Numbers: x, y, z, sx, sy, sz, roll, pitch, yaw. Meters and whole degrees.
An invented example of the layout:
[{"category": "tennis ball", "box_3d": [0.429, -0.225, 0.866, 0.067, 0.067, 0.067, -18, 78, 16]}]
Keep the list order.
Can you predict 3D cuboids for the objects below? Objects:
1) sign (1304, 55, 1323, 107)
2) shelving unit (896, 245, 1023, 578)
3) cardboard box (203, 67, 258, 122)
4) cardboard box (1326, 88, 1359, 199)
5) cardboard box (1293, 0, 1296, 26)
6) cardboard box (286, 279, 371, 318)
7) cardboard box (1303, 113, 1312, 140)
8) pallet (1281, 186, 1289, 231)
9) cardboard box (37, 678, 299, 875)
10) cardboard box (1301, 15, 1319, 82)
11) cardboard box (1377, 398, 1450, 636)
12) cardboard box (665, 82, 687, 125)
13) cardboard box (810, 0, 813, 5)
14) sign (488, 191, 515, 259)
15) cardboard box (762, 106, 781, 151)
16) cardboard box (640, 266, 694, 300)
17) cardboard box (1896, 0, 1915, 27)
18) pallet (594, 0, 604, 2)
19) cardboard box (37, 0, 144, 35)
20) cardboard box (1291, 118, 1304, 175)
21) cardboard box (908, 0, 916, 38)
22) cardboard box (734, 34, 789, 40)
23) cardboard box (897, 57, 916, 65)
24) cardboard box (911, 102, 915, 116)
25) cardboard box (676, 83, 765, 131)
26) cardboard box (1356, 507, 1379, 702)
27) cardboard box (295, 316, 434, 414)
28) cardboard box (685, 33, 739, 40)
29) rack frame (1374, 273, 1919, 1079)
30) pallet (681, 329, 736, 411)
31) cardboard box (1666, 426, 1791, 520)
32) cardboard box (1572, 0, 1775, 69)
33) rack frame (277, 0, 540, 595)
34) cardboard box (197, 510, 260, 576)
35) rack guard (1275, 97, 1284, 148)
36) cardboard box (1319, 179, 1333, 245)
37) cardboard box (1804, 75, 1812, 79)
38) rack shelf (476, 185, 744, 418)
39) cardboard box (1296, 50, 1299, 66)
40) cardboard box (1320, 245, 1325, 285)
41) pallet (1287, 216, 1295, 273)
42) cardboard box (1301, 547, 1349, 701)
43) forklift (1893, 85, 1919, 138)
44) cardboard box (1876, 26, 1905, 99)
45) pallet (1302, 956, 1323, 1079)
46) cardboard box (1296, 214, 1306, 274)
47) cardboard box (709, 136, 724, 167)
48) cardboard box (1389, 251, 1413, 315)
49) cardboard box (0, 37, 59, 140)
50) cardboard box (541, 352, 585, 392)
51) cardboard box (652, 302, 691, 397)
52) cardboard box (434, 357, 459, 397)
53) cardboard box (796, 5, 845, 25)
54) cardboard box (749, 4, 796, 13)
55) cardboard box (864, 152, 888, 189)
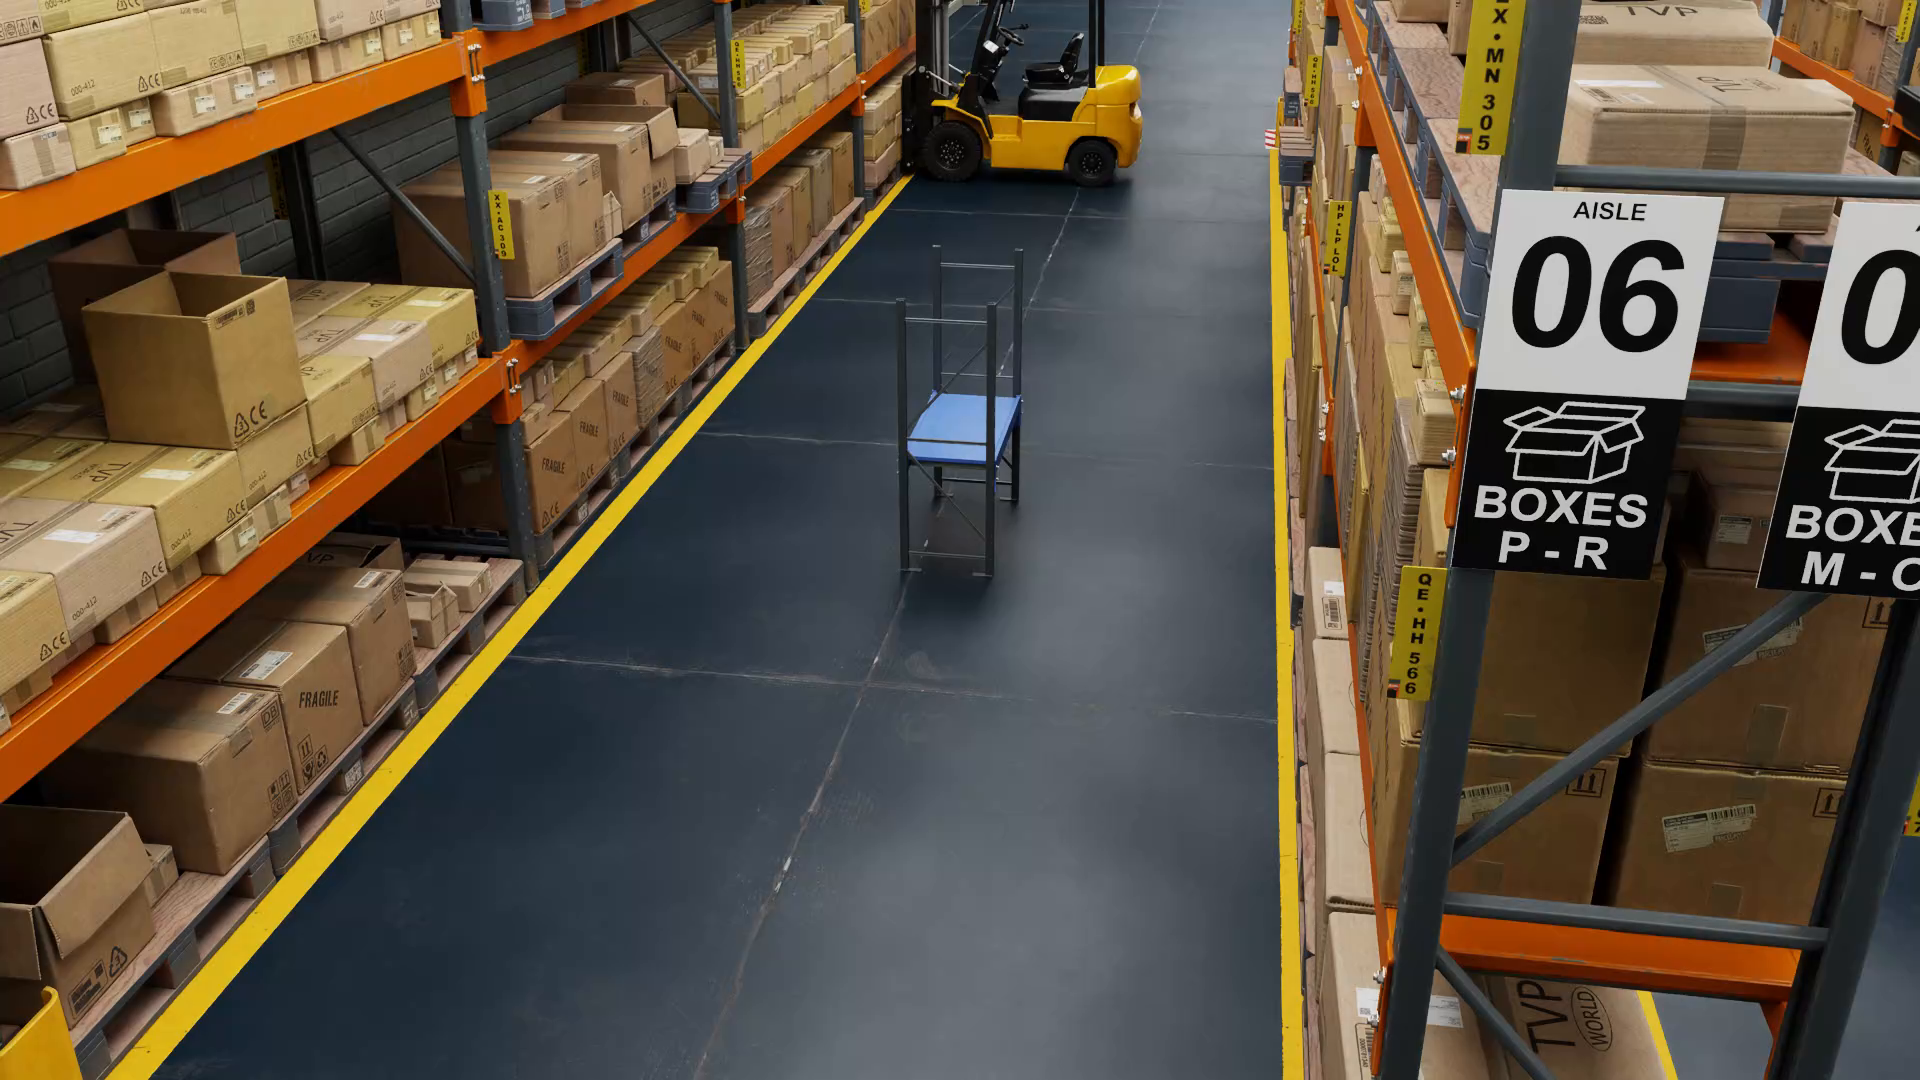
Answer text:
[{"category": "sign", "box_3d": [2.302, -2.987, 10.820, 0.100, 0.325, 0.005, 4, 25, 9]}, {"category": "shelving unit", "box_3d": [0.014, -0.715, 9.008, 0.538, 1.500, 1.048, 4, 25, 9]}, {"category": "cardboard box", "box_3d": [-2.702, -1.562, 5.806, 0.380, 0.149, 0.250, 5, 25, 10]}, {"category": "cardboard box", "box_3d": [2.260, -2.139, 8.984, 0.500, 0.500, 0.500, 4, 25, 9]}, {"category": "cardboard box", "box_3d": [3.632, -5.381, 16.739, 0.500, 0.500, 0.500, 4, 25, 7]}, {"category": "cardboard box", "box_3d": [-3.060, -1.012, 7.700, 0.500, 0.250, 0.500, 4, 25, 8]}, {"category": "cardboard box", "box_3d": [2.630, -2.920, 11.750, 0.380, 0.149, 0.250, 4, 25, 8]}, {"category": "pallet", "box_3d": [3.567, -3.158, 15.747, 1.003, 0.211, 1.213, 4, 25, 9]}, {"category": "cardboard box", "box_3d": [-2.995, 0.877, 6.291, 0.700, 0.500, 0.500, 5, 26, 11]}, {"category": "cardboard box", "box_3d": [2.884, -3.700, 12.653, 0.500, 0.500, 0.500, 3, 25, 6]}, {"category": "cardboard box", "box_3d": [1.432, -0.055, 4.533, 0.500, 0.500, 0.500, 4, 25, 9]}, {"category": "cardboard box", "box_3d": [-2.260, -3.172, 12.076, 0.500, 0.250, 0.500, 5, 25, 10]}, {"category": "cardboard box", "box_3d": [-1.599, -5.078, 15.677, 0.380, 0.149, 0.250, 3, 25, 7]}, {"category": "sign", "box_3d": [-2.176, -1.491, 7.877, 0.100, 0.325, 0.005, 4, 25, 9]}, {"category": "cardboard box", "box_3d": [-1.658, -3.117, 12.549, 0.500, 0.250, 0.500, 3, 25, 7]}, {"category": "cardboard box", "box_3d": [-1.990, -1.711, 11.055, 0.380, 0.149, 0.250, 3, 25, 7]}, {"category": "cardboard box", "box_3d": [8.487, -4.546, 13.972, 0.875, 0.550, 0.550, 4, 25, 9]}, {"category": "pallet", "box_3d": [-2.370, -3.109, 9.037, 1.213, 0.211, 1.003, 4, 25, 9]}, {"category": "cardboard box", "box_3d": [-2.876, -1.703, 5.048, 0.500, 0.250, 0.500, 4, 25, 8]}, {"category": "cardboard box", "box_3d": [3.324, -3.688, 15.454, 0.500, 0.500, 0.500, 4, 25, 8]}, {"category": "cardboard box", "box_3d": [-0.750, -5.543, 17.436, 0.500, 0.500, 0.500, 4, 25, 8]}, {"category": "cardboard box", "box_3d": [-1.569, -3.915, 13.192, 0.380, 0.149, 0.250, 4, 25, 9]}, {"category": "cardboard box", "box_3d": [-0.597, -5.122, 18.223, 0.500, 0.250, 0.500, 4, 25, 9]}, {"category": "cardboard box", "box_3d": [-0.764, -4.463, 17.405, 0.500, 0.250, 0.500, 4, 25, 8]}, {"category": "cardboard box", "box_3d": [-1.721, -3.132, 11.990, 0.500, 0.250, 0.500, 4, 25, 8]}, {"category": "cardboard box", "box_3d": [1.520, 0.192, 5.185, 0.500, 0.500, 0.500, 5, 26, 10]}, {"category": "cardboard box", "box_3d": [-2.622, -0.760, 7.162, 0.500, 0.250, 0.500, 4, 25, 9]}, {"category": "cardboard box", "box_3d": [-1.974, -3.939, 13.244, 0.380, 0.149, 0.250, 5, 25, 10]}, {"category": "rack frame", "box_3d": [1.531, 0.882, 3.828, 1.000, 3.000, 0.127, 4, 25, 9]}, {"category": "pallet", "box_3d": [-2.218, -1.234, 11.638, 1.003, 0.211, 1.213, 4, 25, 9]}, {"category": "cardboard box", "box_3d": [1.835, -0.154, 3.979, 0.380, 0.149, 0.250, 5, 25, 10]}, {"category": "cardboard box", "box_3d": [1.825, -1.295, 4.431, 0.500, 0.311, 0.500, 4, 25, 9]}, {"category": "rack frame", "box_3d": [-2.713, -1.134, 8.134, 1.000, 3.000, 0.127, 4, 25, 9]}, {"category": "cardboard box", "box_3d": [-2.782, -0.001, 6.010, 0.380, 0.149, 0.250, 3, 25, 7]}, {"category": "rack guard", "box_3d": [4.134, -4.646, 18.587, 1.175, 0.500, 0.348, 4, 25, 9]}, {"category": "cardboard box", "box_3d": [2.237, -1.793, 9.130, 0.500, 0.250, 0.500, 4, 25, 9]}, {"category": "cardboard box", "box_3d": [8.859, -4.081, 16.441, 0.875, 0.875, 0.875, 4, 25, 8]}, {"category": "rack shelf", "box_3d": [-2.386, -1.644, 10.073, 1.077, 0.370, 4.000, 4, 25, 9]}, {"category": "cardboard box", "box_3d": [3.407, -4.604, 15.844, 0.380, 0.149, 0.250, 4, 25, 8]}, {"category": "cardboard box", "box_3d": [2.275, -1.568, 9.237, 0.500, 0.250, 0.500, 4, 25, 9]}, {"category": "pallet", "box_3d": [3.367, -2.549, 14.446, 1.003, 0.211, 1.213, 4, 25, 9]}, {"category": "cardboard box", "box_3d": [1.976, 0.434, 7.311, 0.875, 0.438, 0.875, 4, 25, 8]}, {"category": "forklift", "box_3d": [4.981, -1.038, 8.010, 1.130, 2.935, 3.031, 6, 26, 12]}, {"category": "cardboard box", "box_3d": [8.441, -4.060, 14.208, 0.875, 0.550, 0.550, 4, 25, 9]}, {"category": "pallet", "box_3d": [1.585, 1.805, 5.146, 1.003, 0.211, 1.213, 4, 25, 9]}, {"category": "cardboard box", "box_3d": [3.183, -2.326, 13.285, 0.950, 0.372, 0.625, 5, 26, 10]}, {"category": "cardboard box", "box_3d": [-1.788, -2.582, 11.028, 0.380, 0.149, 0.250, 4, 25, 9]}, {"category": "cardboard box", "box_3d": [1.610, -0.834, 5.430, 0.380, 0.149, 0.250, 4, 25, 9]}, {"category": "cardboard box", "box_3d": [-2.961, -1.267, 4.706, 0.500, 0.250, 0.500, 5, 25, 10]}, {"category": "cardboard box", "box_3d": [-2.360, -0.962, 9.455, 0.380, 0.149, 0.250, 4, 25, 8]}, {"category": "cardboard box", "box_3d": [-2.091, -1.245, 10.825, 0.500, 0.500, 0.500, 5, 26, 11]}, {"category": "cardboard box", "box_3d": [-2.537, -0.759, 7.629, 0.380, 0.149, 0.250, 5, 25, 10]}, {"category": "cardboard box", "box_3d": [-1.242, -4.660, 14.785, 0.380, 0.149, 0.250, 5, 26, 10]}, {"category": "cardboard box", "box_3d": [-1.674, -4.687, 14.841, 0.380, 0.149, 0.250, 3, 25, 7]}, {"category": "cardboard box", "box_3d": [-0.999, -3.604, 16.159, 0.500, 0.250, 0.500, 4, 25, 9]}]
